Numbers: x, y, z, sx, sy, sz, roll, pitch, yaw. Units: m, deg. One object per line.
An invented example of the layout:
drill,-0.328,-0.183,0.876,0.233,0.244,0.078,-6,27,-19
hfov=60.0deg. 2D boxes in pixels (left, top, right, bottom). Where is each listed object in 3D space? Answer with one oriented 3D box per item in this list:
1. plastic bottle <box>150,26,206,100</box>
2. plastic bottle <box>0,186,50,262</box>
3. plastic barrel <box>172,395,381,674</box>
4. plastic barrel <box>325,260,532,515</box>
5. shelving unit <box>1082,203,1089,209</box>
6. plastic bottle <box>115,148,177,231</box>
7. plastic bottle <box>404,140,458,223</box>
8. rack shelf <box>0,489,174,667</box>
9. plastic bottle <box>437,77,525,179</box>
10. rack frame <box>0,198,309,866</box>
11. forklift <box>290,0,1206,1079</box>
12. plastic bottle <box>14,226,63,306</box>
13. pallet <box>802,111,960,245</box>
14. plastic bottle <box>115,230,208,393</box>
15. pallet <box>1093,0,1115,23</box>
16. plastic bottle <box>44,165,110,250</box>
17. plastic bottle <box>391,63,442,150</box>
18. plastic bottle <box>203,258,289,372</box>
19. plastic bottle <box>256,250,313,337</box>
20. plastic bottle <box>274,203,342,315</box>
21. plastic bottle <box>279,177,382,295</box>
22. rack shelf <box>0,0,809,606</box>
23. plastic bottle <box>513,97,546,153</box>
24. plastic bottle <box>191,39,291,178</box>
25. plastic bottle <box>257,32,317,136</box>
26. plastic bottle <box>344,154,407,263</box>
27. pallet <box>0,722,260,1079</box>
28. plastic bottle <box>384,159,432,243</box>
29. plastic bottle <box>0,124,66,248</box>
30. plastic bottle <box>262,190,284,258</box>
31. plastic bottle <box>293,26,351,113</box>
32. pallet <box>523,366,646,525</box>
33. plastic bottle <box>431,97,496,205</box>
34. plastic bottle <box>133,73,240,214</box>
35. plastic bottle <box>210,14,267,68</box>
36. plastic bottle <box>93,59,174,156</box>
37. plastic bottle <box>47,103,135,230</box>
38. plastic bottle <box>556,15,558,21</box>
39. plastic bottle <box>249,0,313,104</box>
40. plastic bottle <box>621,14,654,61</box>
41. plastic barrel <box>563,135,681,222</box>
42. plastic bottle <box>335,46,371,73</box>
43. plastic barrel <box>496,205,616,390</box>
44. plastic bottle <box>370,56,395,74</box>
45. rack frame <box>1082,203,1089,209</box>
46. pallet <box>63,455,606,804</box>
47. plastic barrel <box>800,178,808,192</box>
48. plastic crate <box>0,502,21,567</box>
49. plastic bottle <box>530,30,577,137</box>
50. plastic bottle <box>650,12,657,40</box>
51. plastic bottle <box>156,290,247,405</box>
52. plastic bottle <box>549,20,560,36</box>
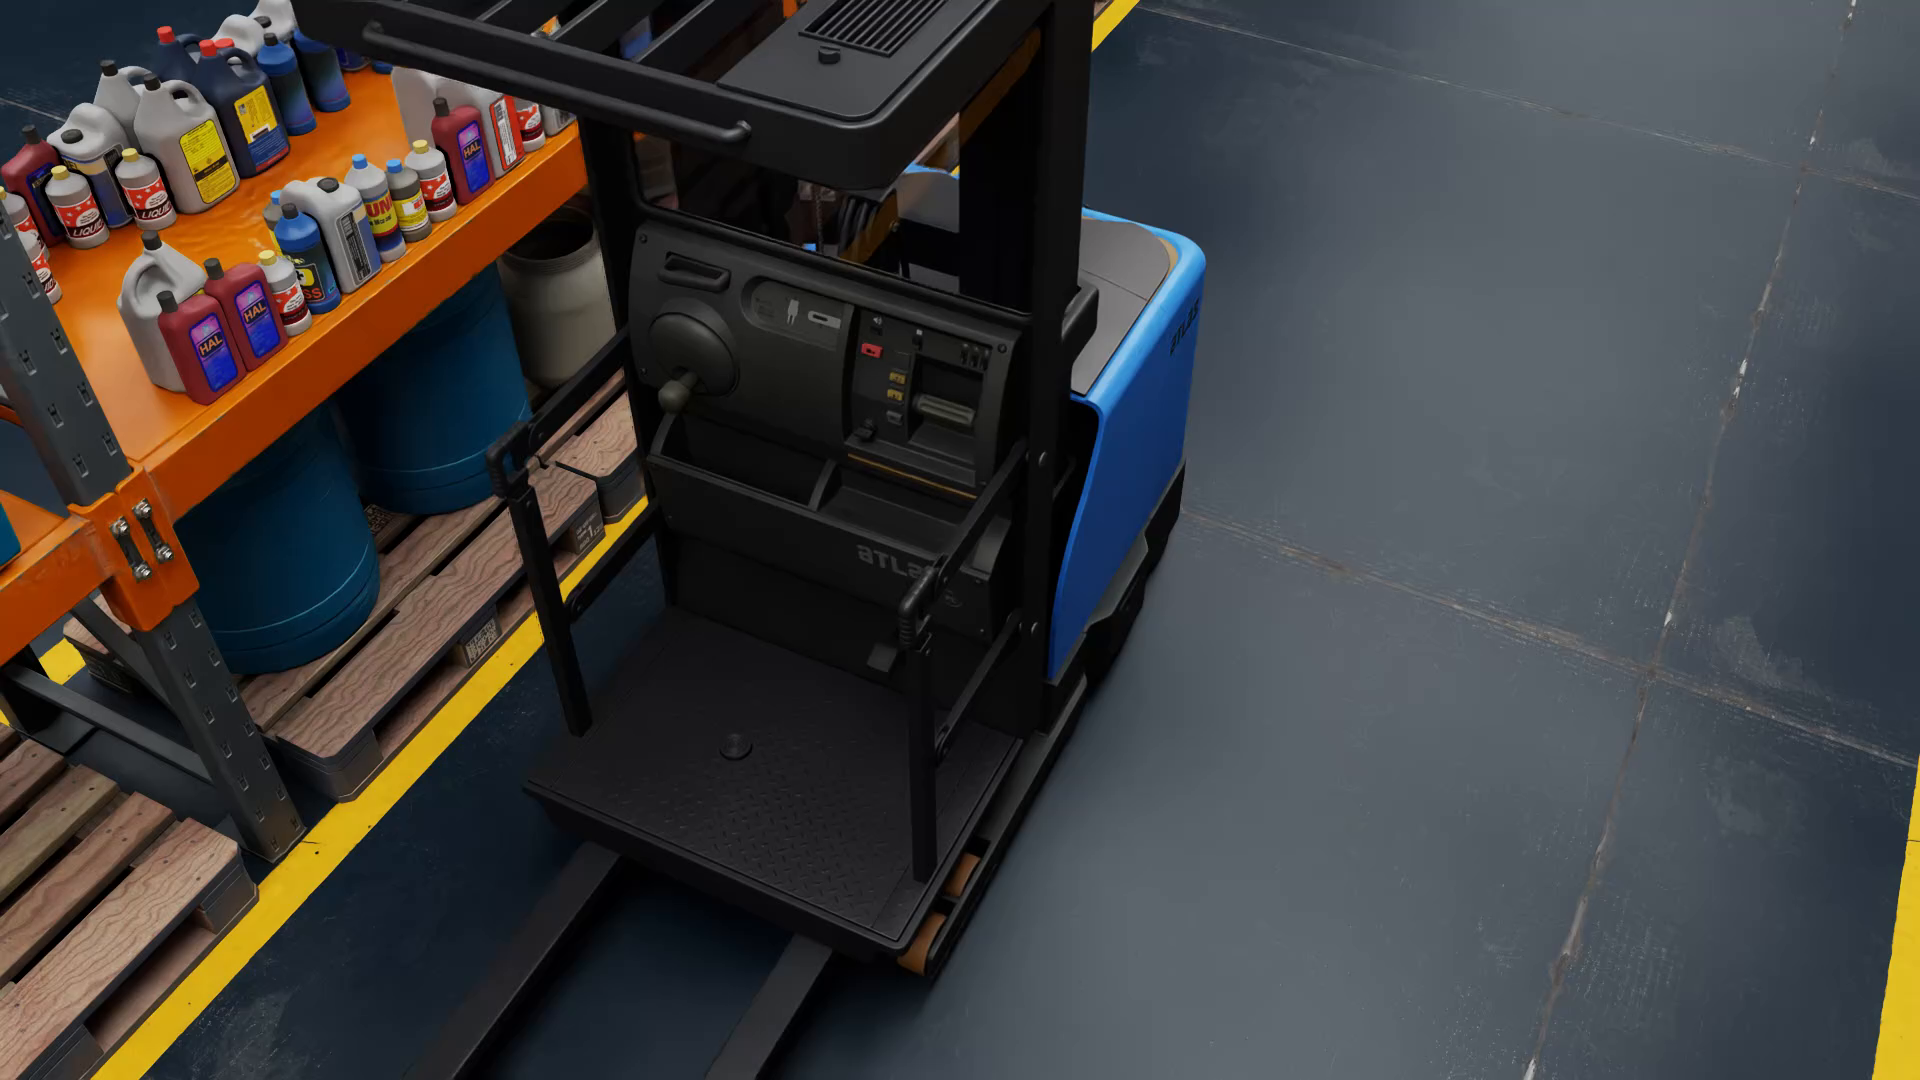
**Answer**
plastic bottle,-2.002,-1.182,4.344,0.144,0.351,0.185,20,49,19
plastic bottle,-2.298,-0.763,4.035,0.097,0.201,0.097,0,45,0
plastic barrel,-1.957,-0.143,4.462,0.600,0.901,0.708,20,49,19
plastic barrel,-1.628,-0.589,4.903,0.600,0.901,0.708,20,49,19
shelving unit,0.232,-0.657,5.267,0.258,0.900,0.210,19,48,18
plastic bottle,-2.039,-0.882,4.152,0.097,0.201,0.097,0,45,0
plastic bottle,-1.334,-0.909,4.179,0.097,0.201,0.097,0,45,0
rack shelf,-3.153,1.117,2.543,1.077,0.370,4.000,20,49,19
plastic bottle,-1.242,-1.101,4.317,0.152,0.276,0.135,20,49,19
rack frame,-2.224,-0.396,3.532,1.000,3.000,0.127,20,49,19
forklift,-0.411,-0.307,3.493,1.130,2.935,3.031,19,48,18
plastic bottle,-2.209,-0.651,3.924,0.097,0.201,0.097,0,45,0
pallet,-0.697,-1.425,6.510,1.003,0.211,1.213,20,49,19
plastic bottle,-1.755,-0.519,3.688,0.144,0.351,0.185,20,49,19
pallet,0.026,-2.411,7.484,1.003,0.211,1.213,20,49,19
plastic bottle,-2.182,-0.827,4.098,0.097,0.201,0.097,0,45,0
plastic bottle,-1.377,-1.151,4.366,0.152,0.276,0.135,20,49,19
plastic bottle,-1.614,-0.529,3.746,0.061,0.283,0.133,20,49,19
plastic bottle,-1.577,-0.579,3.853,0.097,0.201,0.097,0,45,0
plastic bottle,-1.532,-0.665,3.888,0.097,0.271,0.097,0,45,0
plastic bottle,-1.502,-0.748,3.968,0.152,0.276,0.135,20,49,19
rack shelf,-1.296,-1.403,5.033,1.077,0.370,4.000,20,49,19
plastic bottle,-1.164,-1.139,4.406,0.097,0.201,0.097,0,45,0
plastic bottle,-1.874,-1.134,4.297,0.144,0.351,0.185,20,49,19
plastic bottle,-1.805,-1.224,4.441,0.097,0.271,0.097,0,45,0
plastic bottle,-1.424,-0.811,4.033,0.097,0.271,0.097,0,45,0
pallet,-2.531,1.061,4.053,1.003,0.211,1.213,20,49,19
plastic bottle,-1.379,-0.847,4.118,0.097,0.201,0.097,0,45,0
plastic bottle,-2.261,-0.870,4.083,0.061,0.283,0.133,20,49,19
plastic bottle,-1.621,-0.752,4.024,0.097,0.201,0.097,0,45,0
plastic bottle,-1.742,-1.309,4.525,0.097,0.271,0.097,0,45,0
pallet,-1.264,-0.659,5.753,1.003,0.211,1.213,20,49,19
plastic bottle,-1.264,-1.004,4.216,0.061,0.283,0.133,20,49,19
plastic bottle,-1.960,-1.018,4.182,0.144,0.351,0.185,20,49,19
plastic bottle,-1.924,-1.255,4.468,0.152,0.276,0.135,20,49,19
plastic bottle,-2.088,-1.065,4.229,0.144,0.351,0.185,20,49,19
plastic bottle,-2.158,-0.937,4.155,0.152,0.276,0.135,20,49,19
plastic bottle,-1.094,-1.480,4.694,0.097,0.271,0.097,0,45,0
plastic bottle,-1.862,-1.340,4.552,0.152,0.276,0.135,20,49,19
plastic bottle,-0.967,-1.496,4.654,0.144,0.351,0.185,20,49,19
plastic barrel,-1.104,-1.190,5.718,0.600,0.588,0.708,20,49,19
plastic bottle,-1.754,-1.486,4.697,0.152,0.276,0.135,20,49,19
plastic barrel,-1.287,-0.778,5.364,0.421,0.512,0.421,0,45,0
plastic bottle,-1.635,-1.455,4.669,0.097,0.271,0.097,0,45,0
rack frame,0.276,-0.722,5.331,0.240,0.900,0.006,19,48,18
pallet,-1.829,0.112,4.991,1.003,0.211,1.213,20,49,19
plastic barrel,-0.763,-1.490,6.067,0.421,0.512,0.421,0,45,0
plastic crate,-2.139,-0.004,3.114,0.392,0.384,0.575,20,49,19
plastic bottle,-1.135,-1.247,4.461,0.152,0.276,0.135,20,49,19
plastic bottle,-0.856,-1.558,4.763,0.061,0.283,0.133,20,49,19
plastic bottle,-1.676,-0.445,3.663,0.061,0.283,0.133,20,49,19
plastic bottle,-1.056,-1.310,4.526,0.097,0.271,0.097,0,45,0
